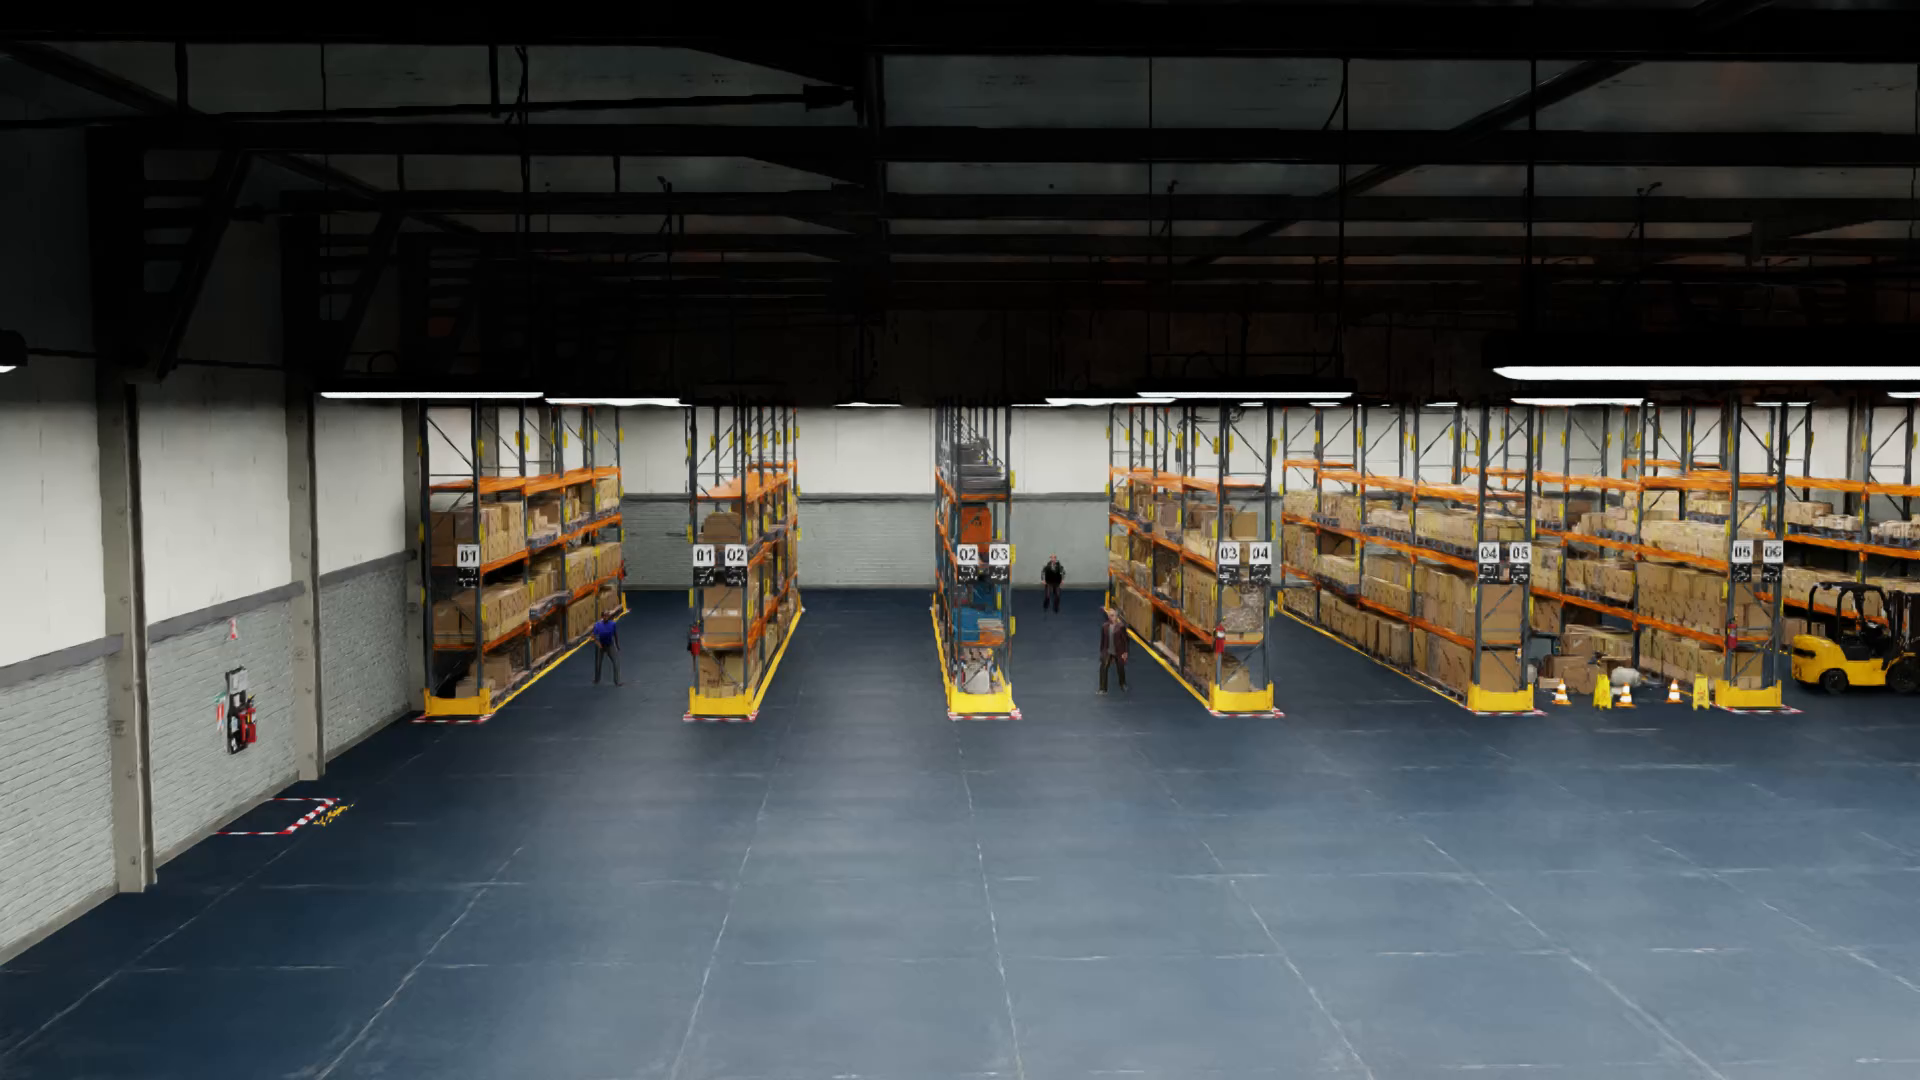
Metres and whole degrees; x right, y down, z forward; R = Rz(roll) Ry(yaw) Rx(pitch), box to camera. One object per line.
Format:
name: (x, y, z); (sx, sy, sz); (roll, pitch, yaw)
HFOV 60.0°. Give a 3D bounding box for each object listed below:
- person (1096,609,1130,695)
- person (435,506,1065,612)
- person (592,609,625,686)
person: (3.092, 2.235, 33.440); (0.596, 1.728, 1.047); (2, 5, 19)
person: (-3.528, 0.683, 39.419); (14.080, 3.887, 14.356); (0, 5, -5)
person: (-7.325, 2.207, 34.477); (0.621, 1.588, 0.828); (-2, 5, -19)
